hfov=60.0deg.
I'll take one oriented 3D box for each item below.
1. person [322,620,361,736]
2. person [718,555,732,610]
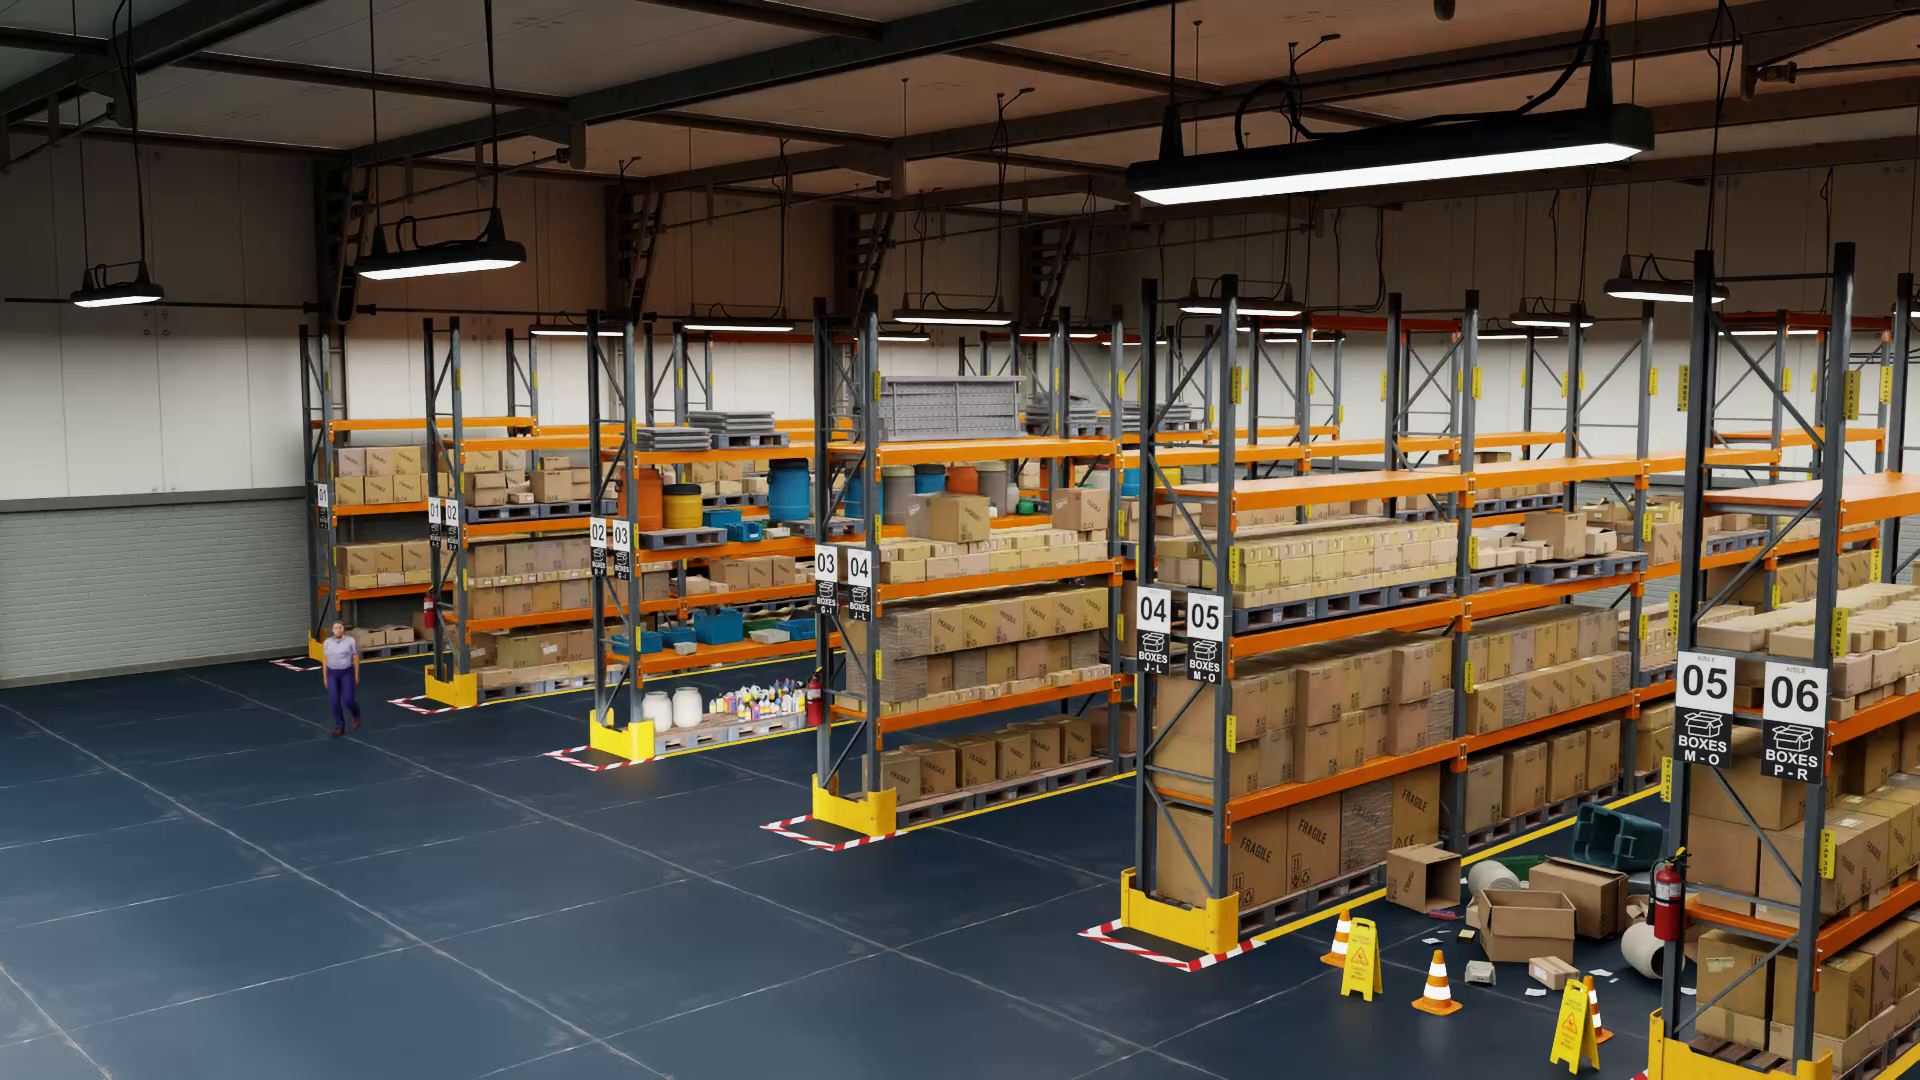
[{"bbox_3d":[-8.816,1.941,23.710,0.472,1.634,0.517,0,6,1],"label":"person"},{"bbox_3d":[-4.624,1.038,32.229,0.533,1.761,0.576,-2,6,-16],"label":"person"}]
